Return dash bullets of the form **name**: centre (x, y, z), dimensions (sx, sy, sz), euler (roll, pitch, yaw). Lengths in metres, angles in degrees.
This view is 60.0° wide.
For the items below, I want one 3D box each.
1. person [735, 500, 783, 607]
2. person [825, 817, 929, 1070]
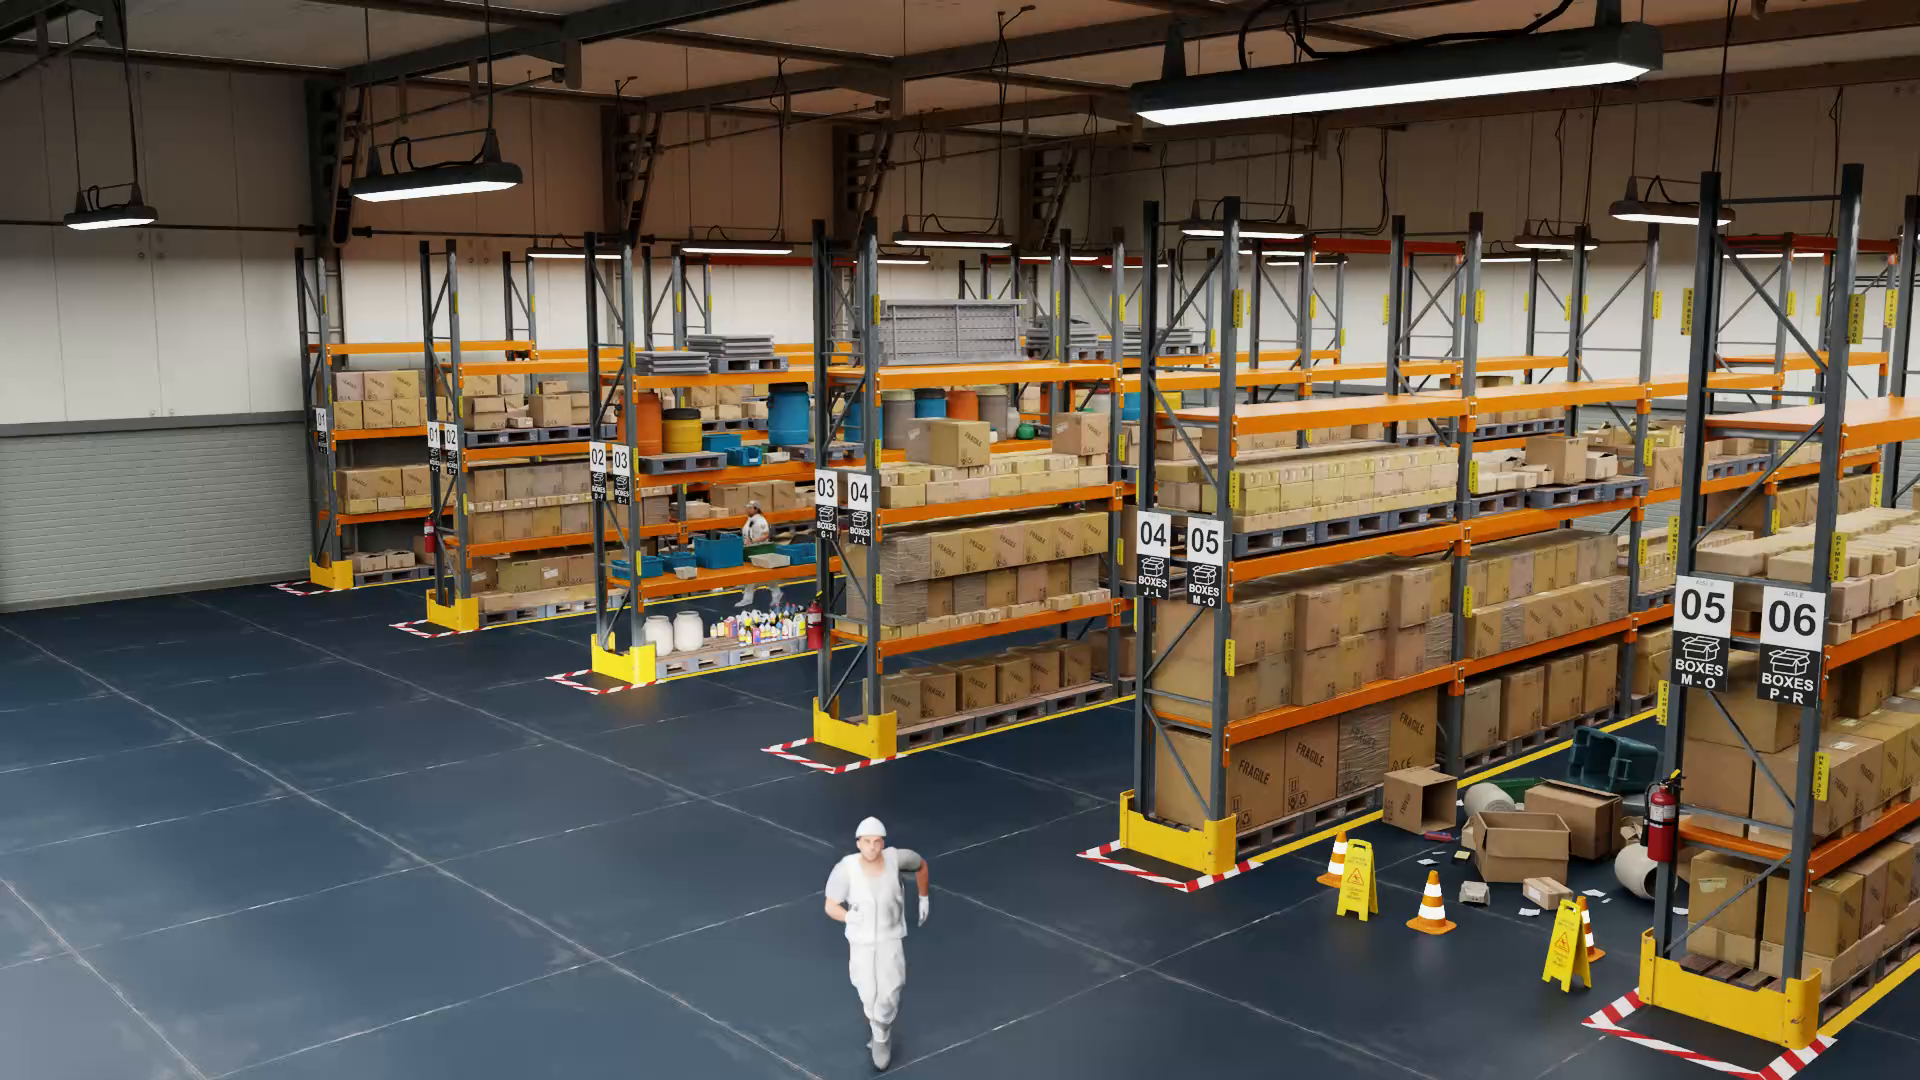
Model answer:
- **person**: centre (-3.165, 0.228, 26.131), dimensions (0.798, 1.721, 0.599), euler (-6, 10, -35)
- **person**: centre (-0.547, 2.668, 11.079), dimensions (0.697, 1.743, 0.806), euler (0, 8, -3)
